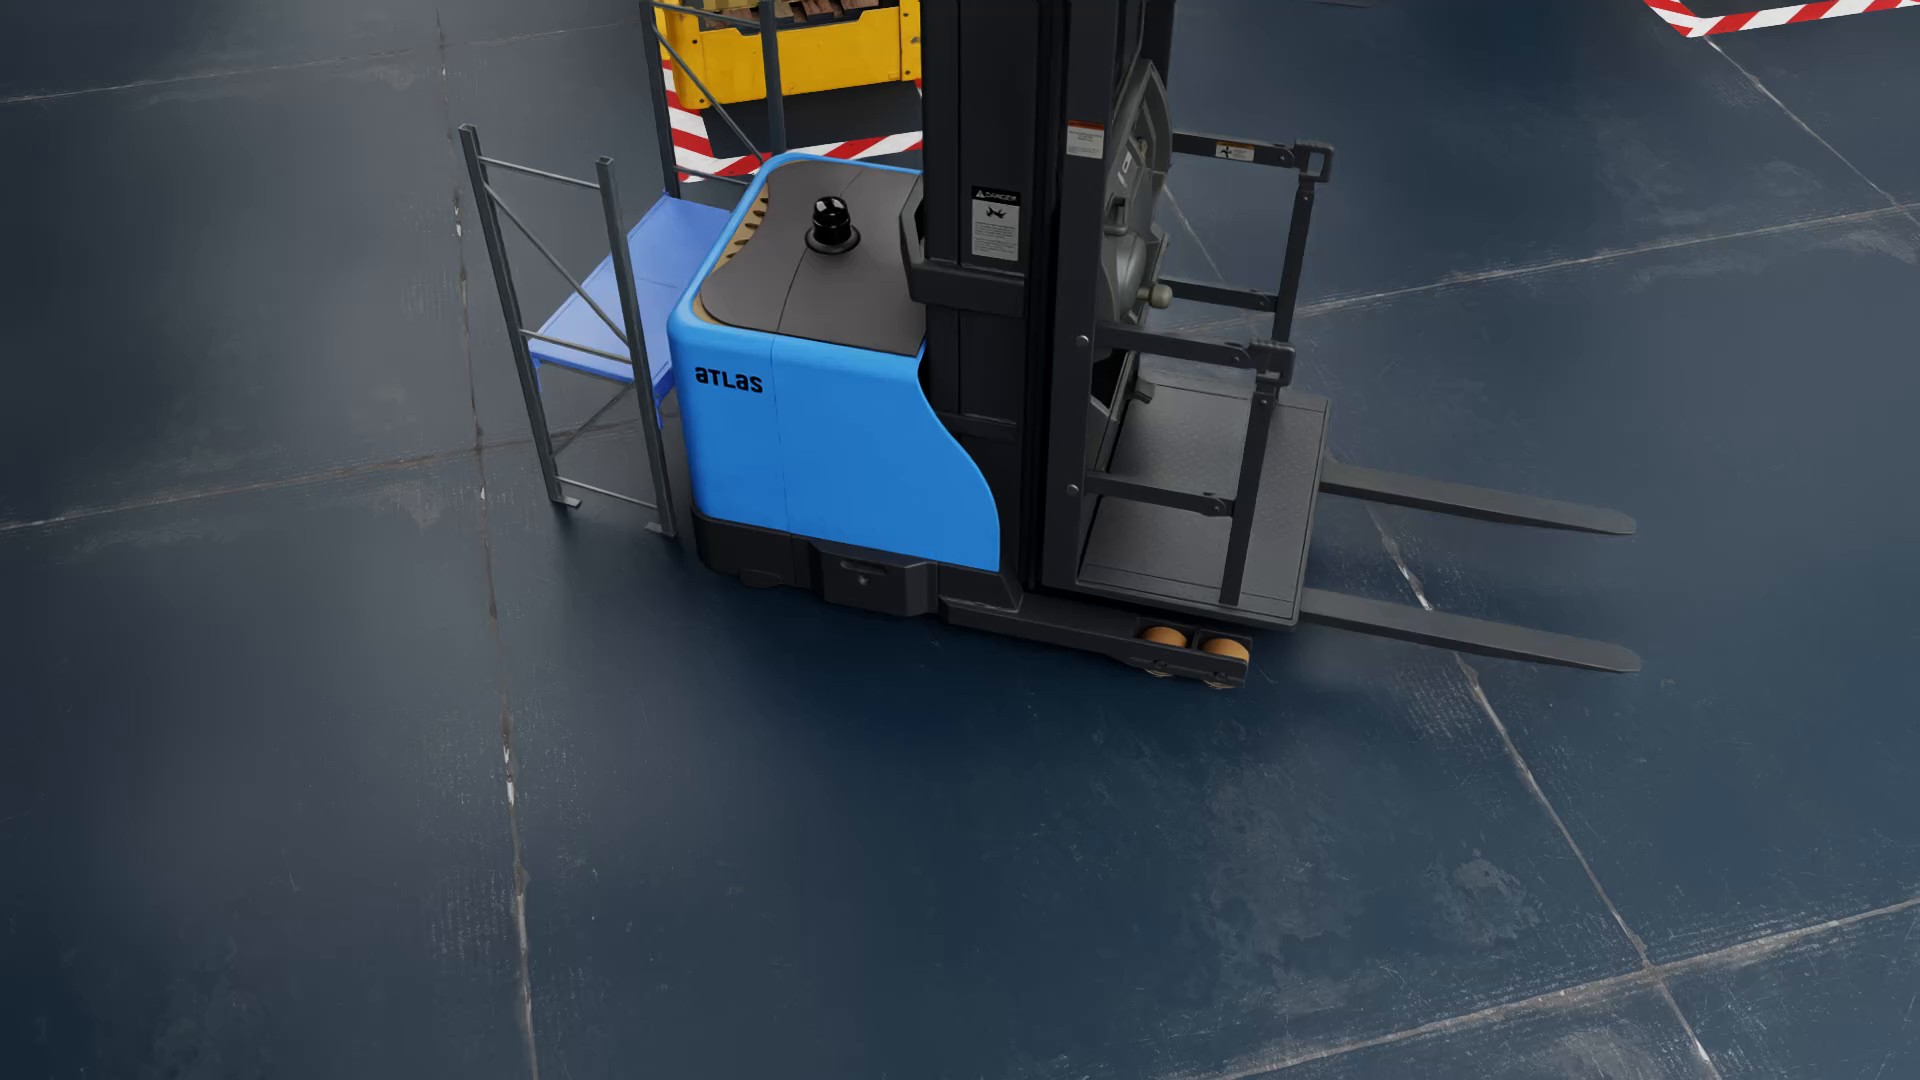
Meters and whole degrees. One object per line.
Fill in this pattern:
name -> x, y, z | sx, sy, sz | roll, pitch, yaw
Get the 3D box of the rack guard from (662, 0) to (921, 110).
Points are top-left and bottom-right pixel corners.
rack guard -> -0.765, -2.384, 7.736 | 1.175, 0.500, 0.348 | -11, 47, -10

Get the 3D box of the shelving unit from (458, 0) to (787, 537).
shelving unit -> -1.028, -0.948, 5.629 | 0.538, 1.500, 1.048 | 16, 48, 15

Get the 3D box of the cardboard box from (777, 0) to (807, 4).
cardboard box -> -0.693, -2.871, 8.095 | 0.500, 0.250, 0.500 | -11, 47, -10

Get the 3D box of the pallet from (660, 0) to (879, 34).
pallet -> -1.007, -2.820, 8.366 | 1.003, 0.211, 1.213 | -11, 47, -10

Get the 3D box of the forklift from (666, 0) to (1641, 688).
forklift -> 0.688, -0.977, 4.656 | 3.031, 2.935, 1.130 | 11, 47, 10

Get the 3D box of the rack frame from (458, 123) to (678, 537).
rack frame -> -1.218, -0.611, 5.299 | 0.500, 1.500, 0.032 | 16, 48, 15

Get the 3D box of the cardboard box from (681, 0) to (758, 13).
cardboard box -> -1.194, -2.776, 8.002 | 0.500, 0.250, 0.500 | -11, 47, -10

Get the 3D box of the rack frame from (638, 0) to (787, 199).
rack frame -> -0.839, -1.285, 5.959 | 0.500, 1.500, 0.032 | 16, 48, 15

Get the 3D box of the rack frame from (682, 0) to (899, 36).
rack frame -> -0.771, -3.275, 6.860 | 1.000, 3.000, 0.127 | -11, 47, -10

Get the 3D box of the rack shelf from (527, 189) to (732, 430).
rack shelf -> -1.028, -0.822, 5.758 | 0.538, 0.185, 1.000 | 16, 48, 15
